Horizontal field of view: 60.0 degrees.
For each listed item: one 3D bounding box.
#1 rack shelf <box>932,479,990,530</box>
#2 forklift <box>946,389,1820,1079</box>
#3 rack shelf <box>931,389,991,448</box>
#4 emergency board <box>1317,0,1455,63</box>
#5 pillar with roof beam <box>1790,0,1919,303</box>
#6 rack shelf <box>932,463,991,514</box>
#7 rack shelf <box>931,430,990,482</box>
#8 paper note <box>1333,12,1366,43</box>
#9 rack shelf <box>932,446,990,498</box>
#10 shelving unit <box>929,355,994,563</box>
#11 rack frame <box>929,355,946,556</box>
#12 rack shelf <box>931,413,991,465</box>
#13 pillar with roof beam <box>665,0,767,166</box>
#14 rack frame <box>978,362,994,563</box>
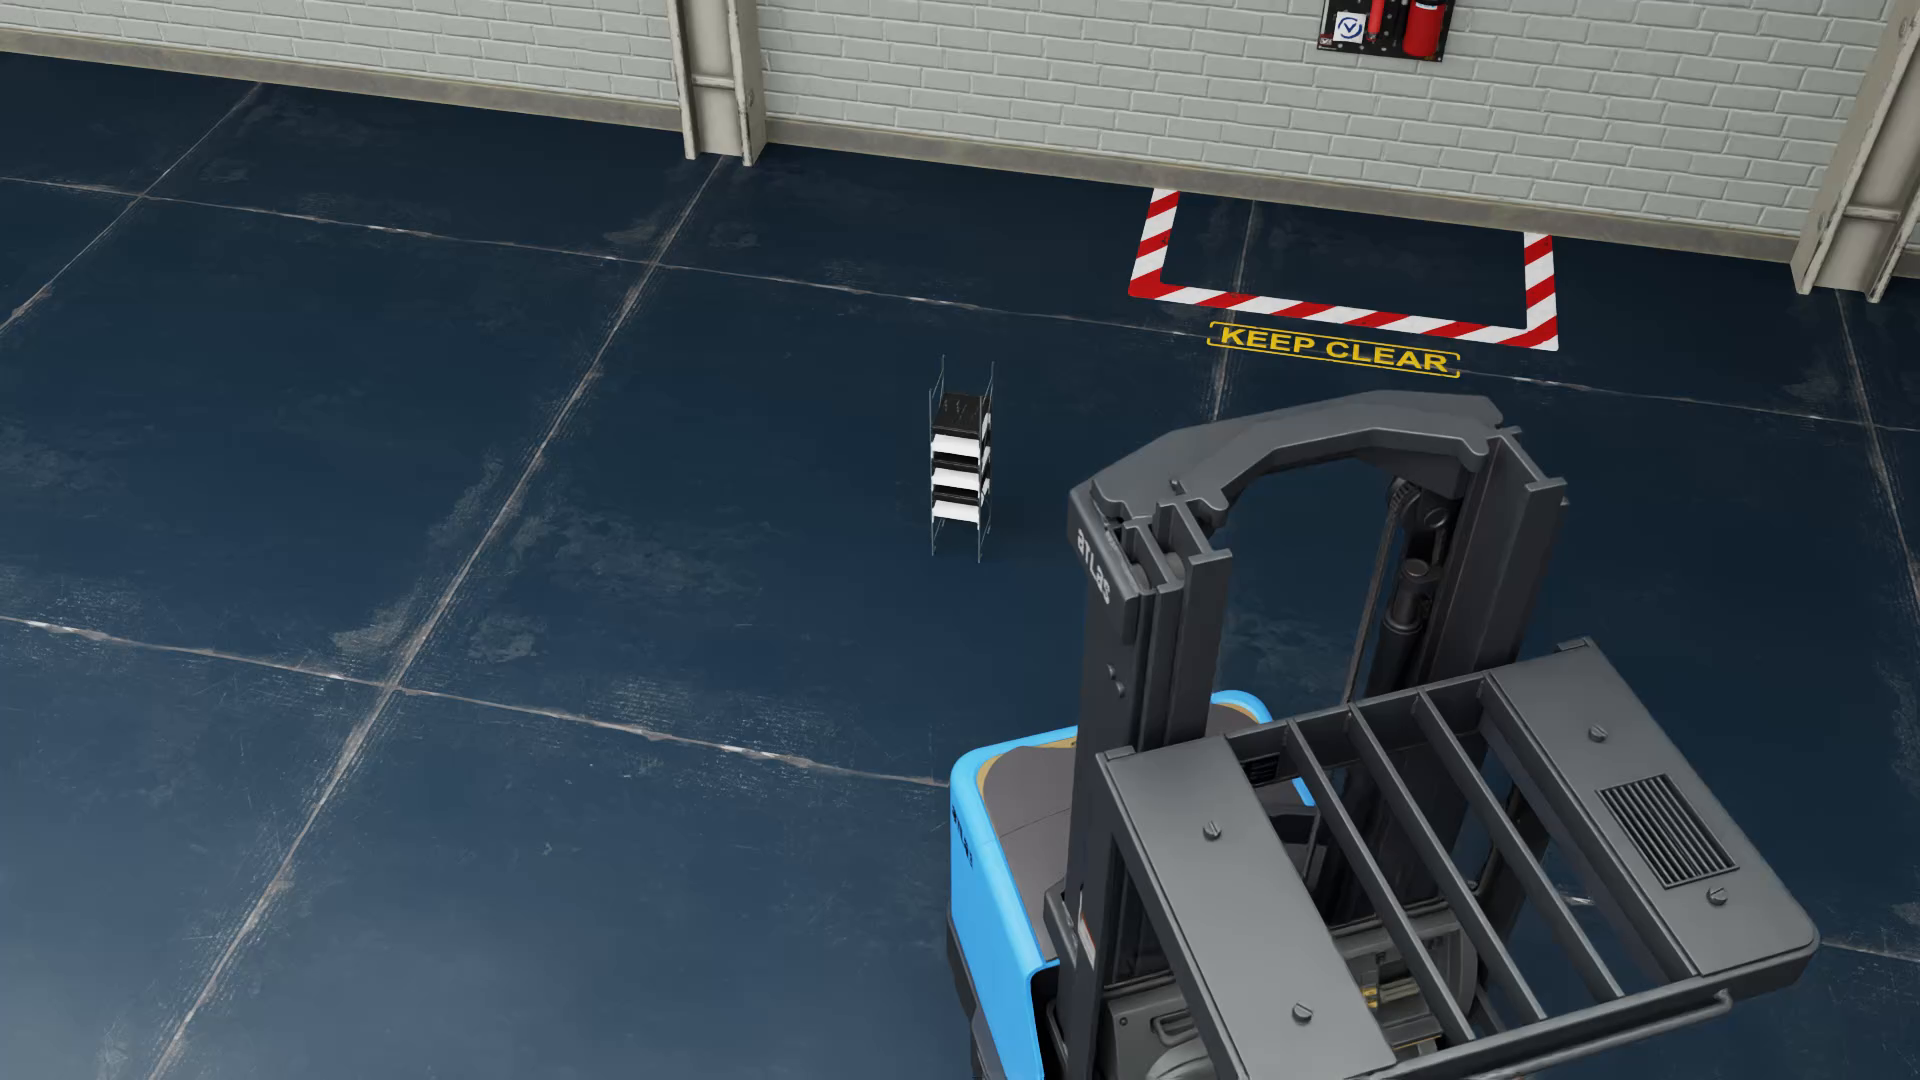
[{"bbox_3d":[0.008,-0.169,7.045,0.200,0.077,0.258,9,45,9],"label":"rack shelf"},{"bbox_3d":[0.865,1.246,3.802,1.130,2.935,3.031,-12,45,-12],"label":"forklift"},{"bbox_3d":[0.008,-0.493,6.733,0.200,0.077,0.258,9,45,9],"label":"rack shelf"},{"bbox_3d":[2.116,-2.820,7.976,0.643,1.169,0.194,9,45,9],"label":"emergency board"},{"bbox_3d":[3.580,-1.668,2.454,0.400,9.000,9.100,9,45,9],"label":"pillar with roof beam"},{"bbox_3d":[0.008,-0.234,6.982,0.200,0.077,0.258,9,45,9],"label":"rack shelf"},{"bbox_3d":[0.008,-0.364,6.857,0.200,0.077,0.258,9,45,9],"label":"rack shelf"},{"bbox_3d":[1.959,-2.576,8.358,0.142,0.148,0.016,9,45,9],"label":"paper note"},{"bbox_3d":[0.008,-0.299,6.920,0.200,0.077,0.258,9,45,9],"label":"rack shelf"},{"bbox_3d":[0.008,-0.323,6.897,0.210,0.900,0.258,9,45,9],"label":"shelving unit"},{"bbox_3d":[-0.091,-0.338,6.913,0.006,0.900,0.240,9,45,9],"label":"rack frame"},{"bbox_3d":[0.008,-0.429,6.795,0.200,0.077,0.258,9,45,9],"label":"rack shelf"},{"bbox_3d":[-2.276,-2.576,3.397,0.400,9.000,9.100,9,45,9],"label":"pillar with roof beam"},{"bbox_3d":[0.107,-0.308,6.881,0.006,0.900,0.240,9,45,9],"label":"rack frame"}]
